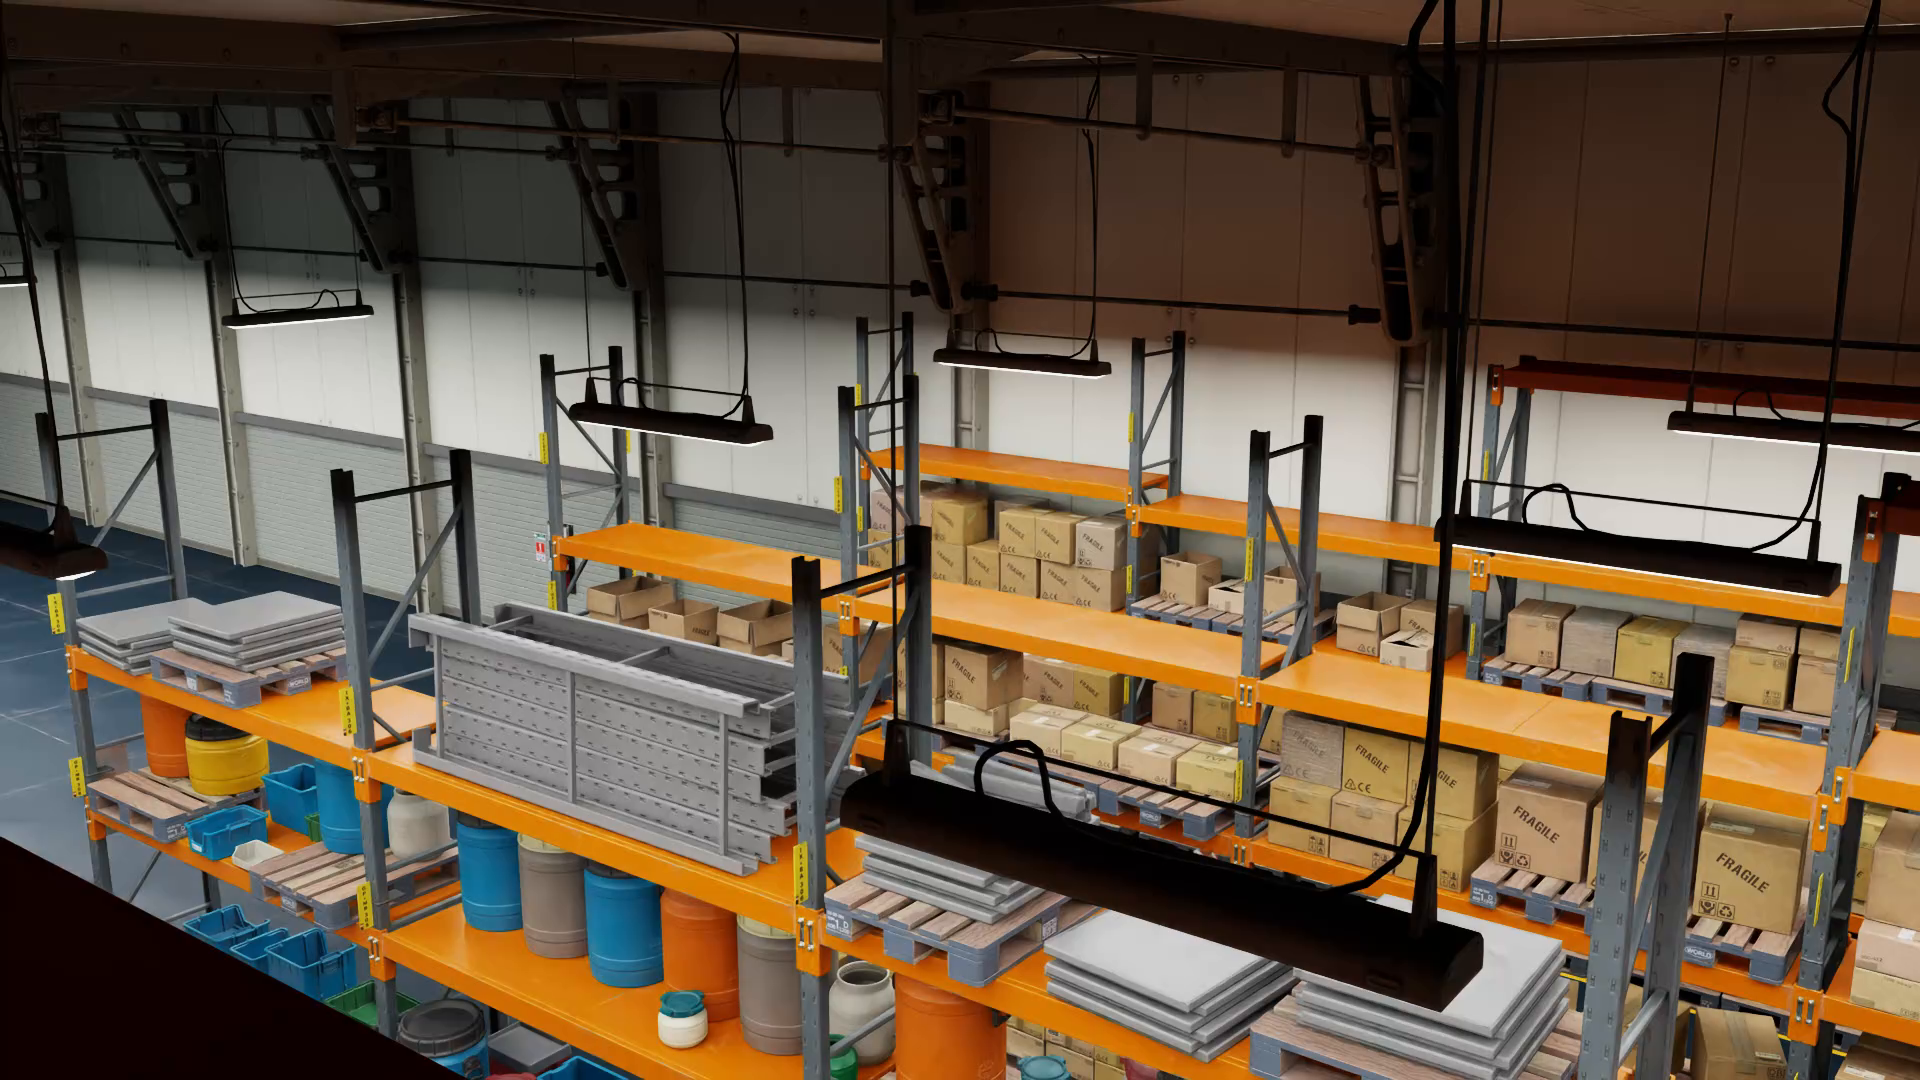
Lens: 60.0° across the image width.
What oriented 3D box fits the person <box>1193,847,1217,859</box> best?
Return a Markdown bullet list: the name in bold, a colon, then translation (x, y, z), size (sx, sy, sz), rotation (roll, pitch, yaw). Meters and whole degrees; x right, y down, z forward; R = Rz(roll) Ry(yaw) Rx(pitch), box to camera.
- **person**: translation (2.255, 3.567, 15.958), size (0.517, 1.788, 0.572), rotation (7, 15, 29)
